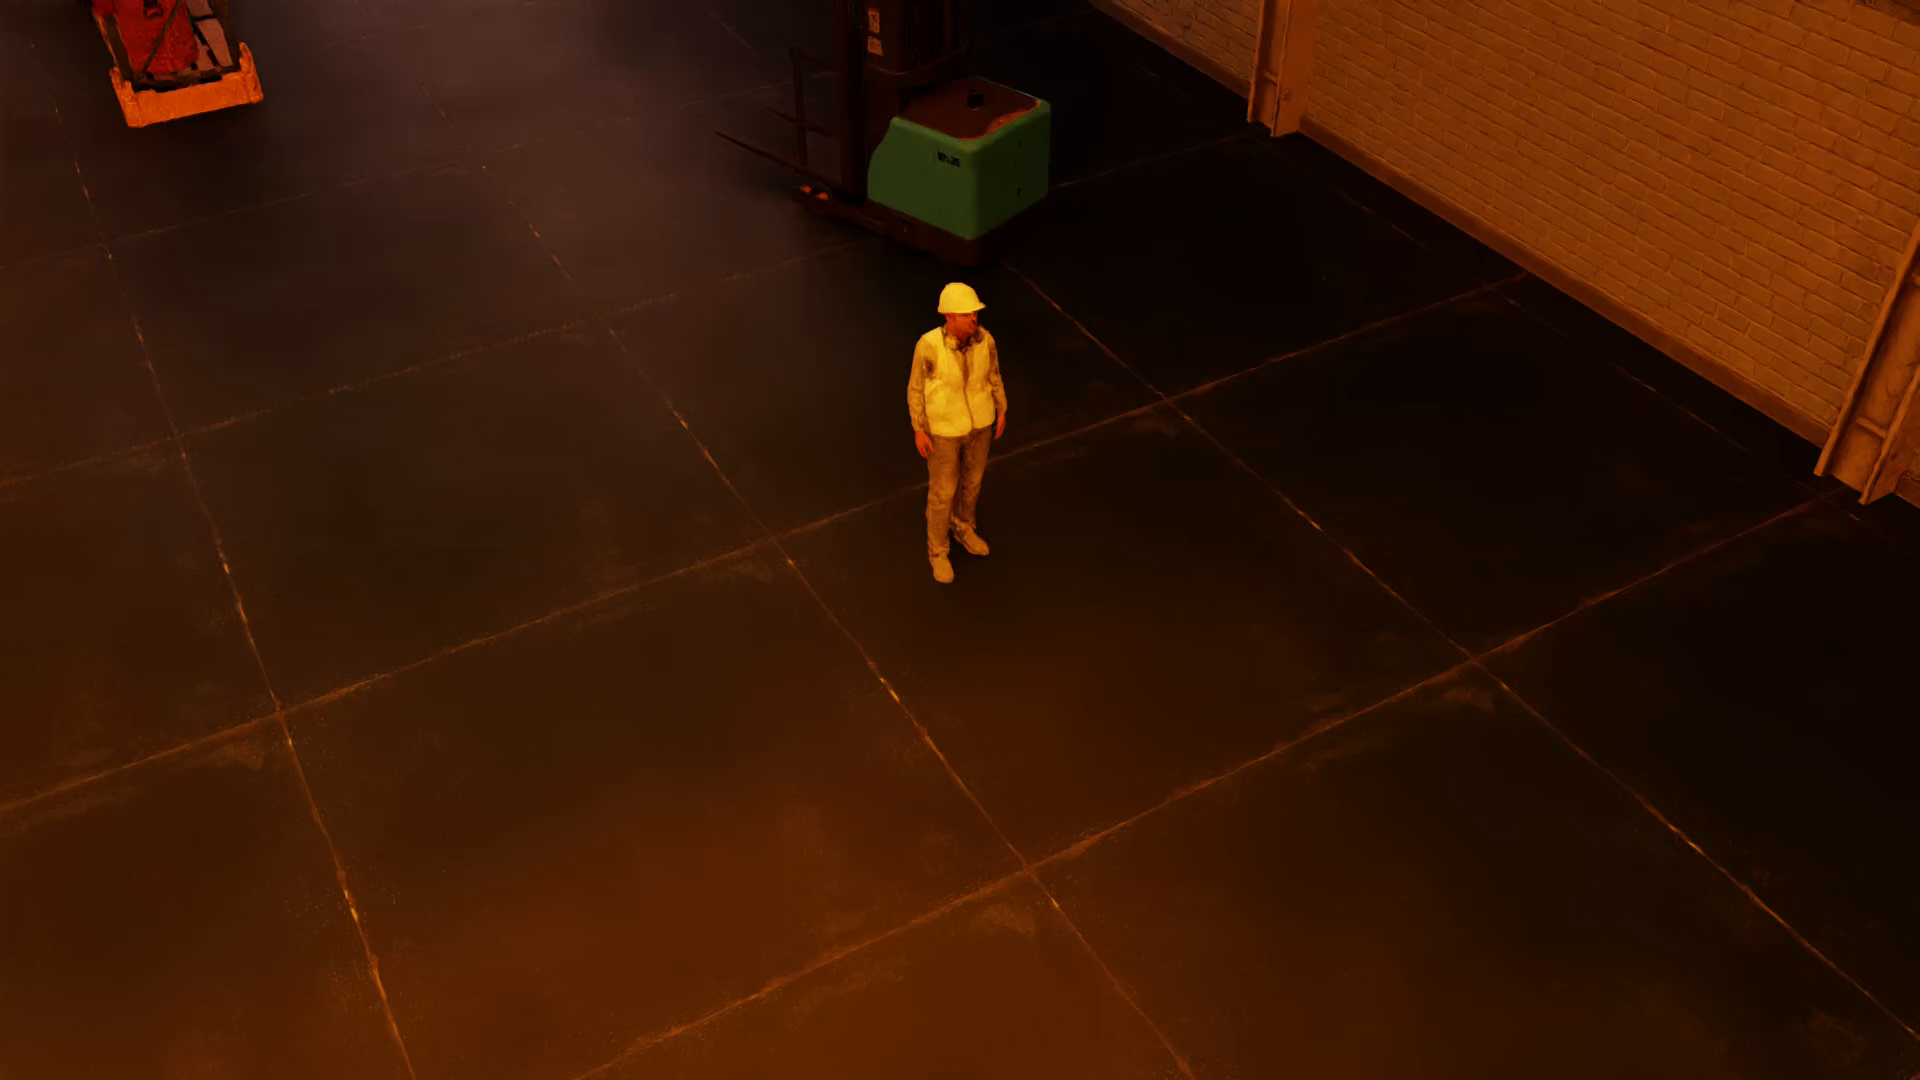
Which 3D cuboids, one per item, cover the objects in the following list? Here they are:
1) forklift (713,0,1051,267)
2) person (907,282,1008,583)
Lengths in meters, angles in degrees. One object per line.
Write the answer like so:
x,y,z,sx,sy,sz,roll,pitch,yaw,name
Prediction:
-0.741,-4.014,12.875,3.031,2.935,1.130,28,47,30,forklift
0.024,-0.651,9.716,0.632,1.773,0.567,-20,44,-23,person
